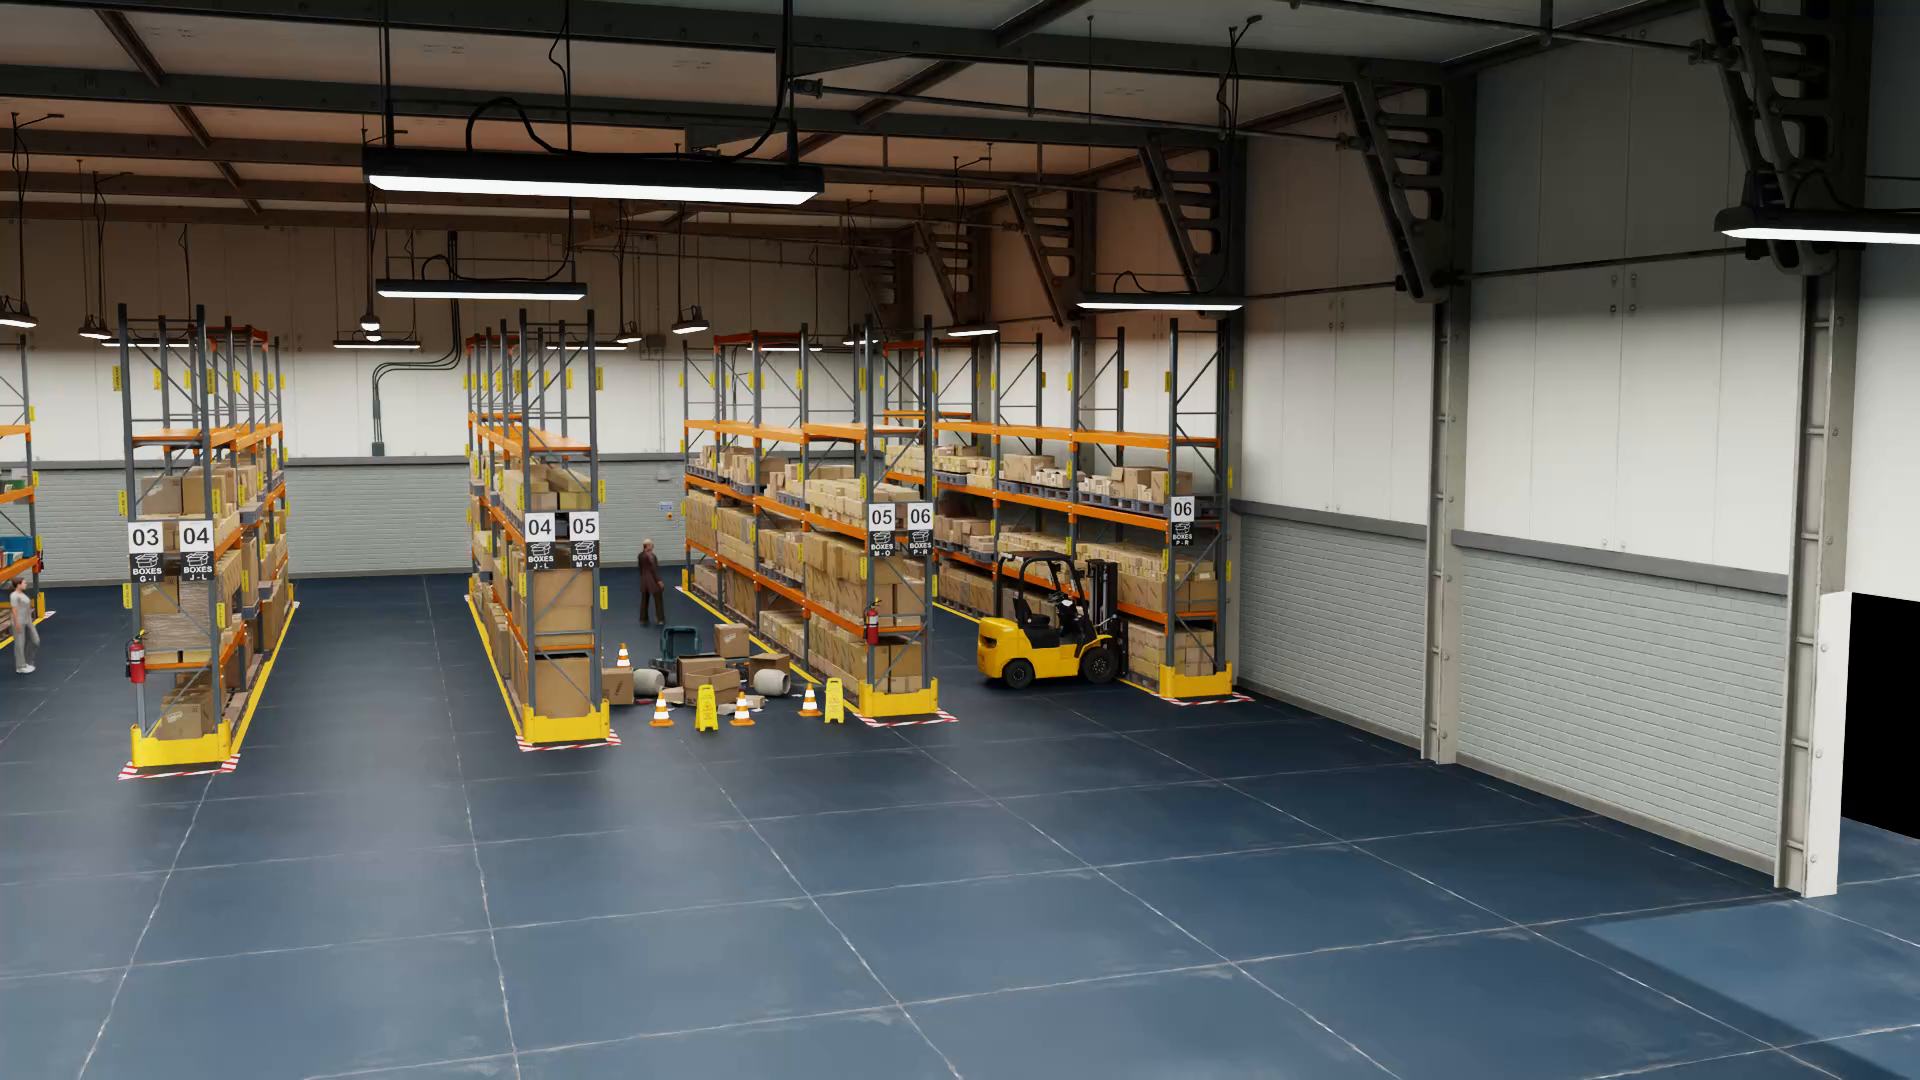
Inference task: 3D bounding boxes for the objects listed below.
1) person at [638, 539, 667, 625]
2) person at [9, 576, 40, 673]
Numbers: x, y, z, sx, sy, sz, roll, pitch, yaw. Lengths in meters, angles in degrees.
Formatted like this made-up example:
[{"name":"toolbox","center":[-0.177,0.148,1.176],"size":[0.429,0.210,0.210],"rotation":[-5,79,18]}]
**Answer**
[{"name":"person","center":[-6.349,0.867,34.315],"size":[0.670,1.779,0.503],"rotation":[3,6,30]},{"name":"person","center":[-16.205,1.459,28.738],"size":[0.402,1.685,0.504],"rotation":[1,6,10]}]
